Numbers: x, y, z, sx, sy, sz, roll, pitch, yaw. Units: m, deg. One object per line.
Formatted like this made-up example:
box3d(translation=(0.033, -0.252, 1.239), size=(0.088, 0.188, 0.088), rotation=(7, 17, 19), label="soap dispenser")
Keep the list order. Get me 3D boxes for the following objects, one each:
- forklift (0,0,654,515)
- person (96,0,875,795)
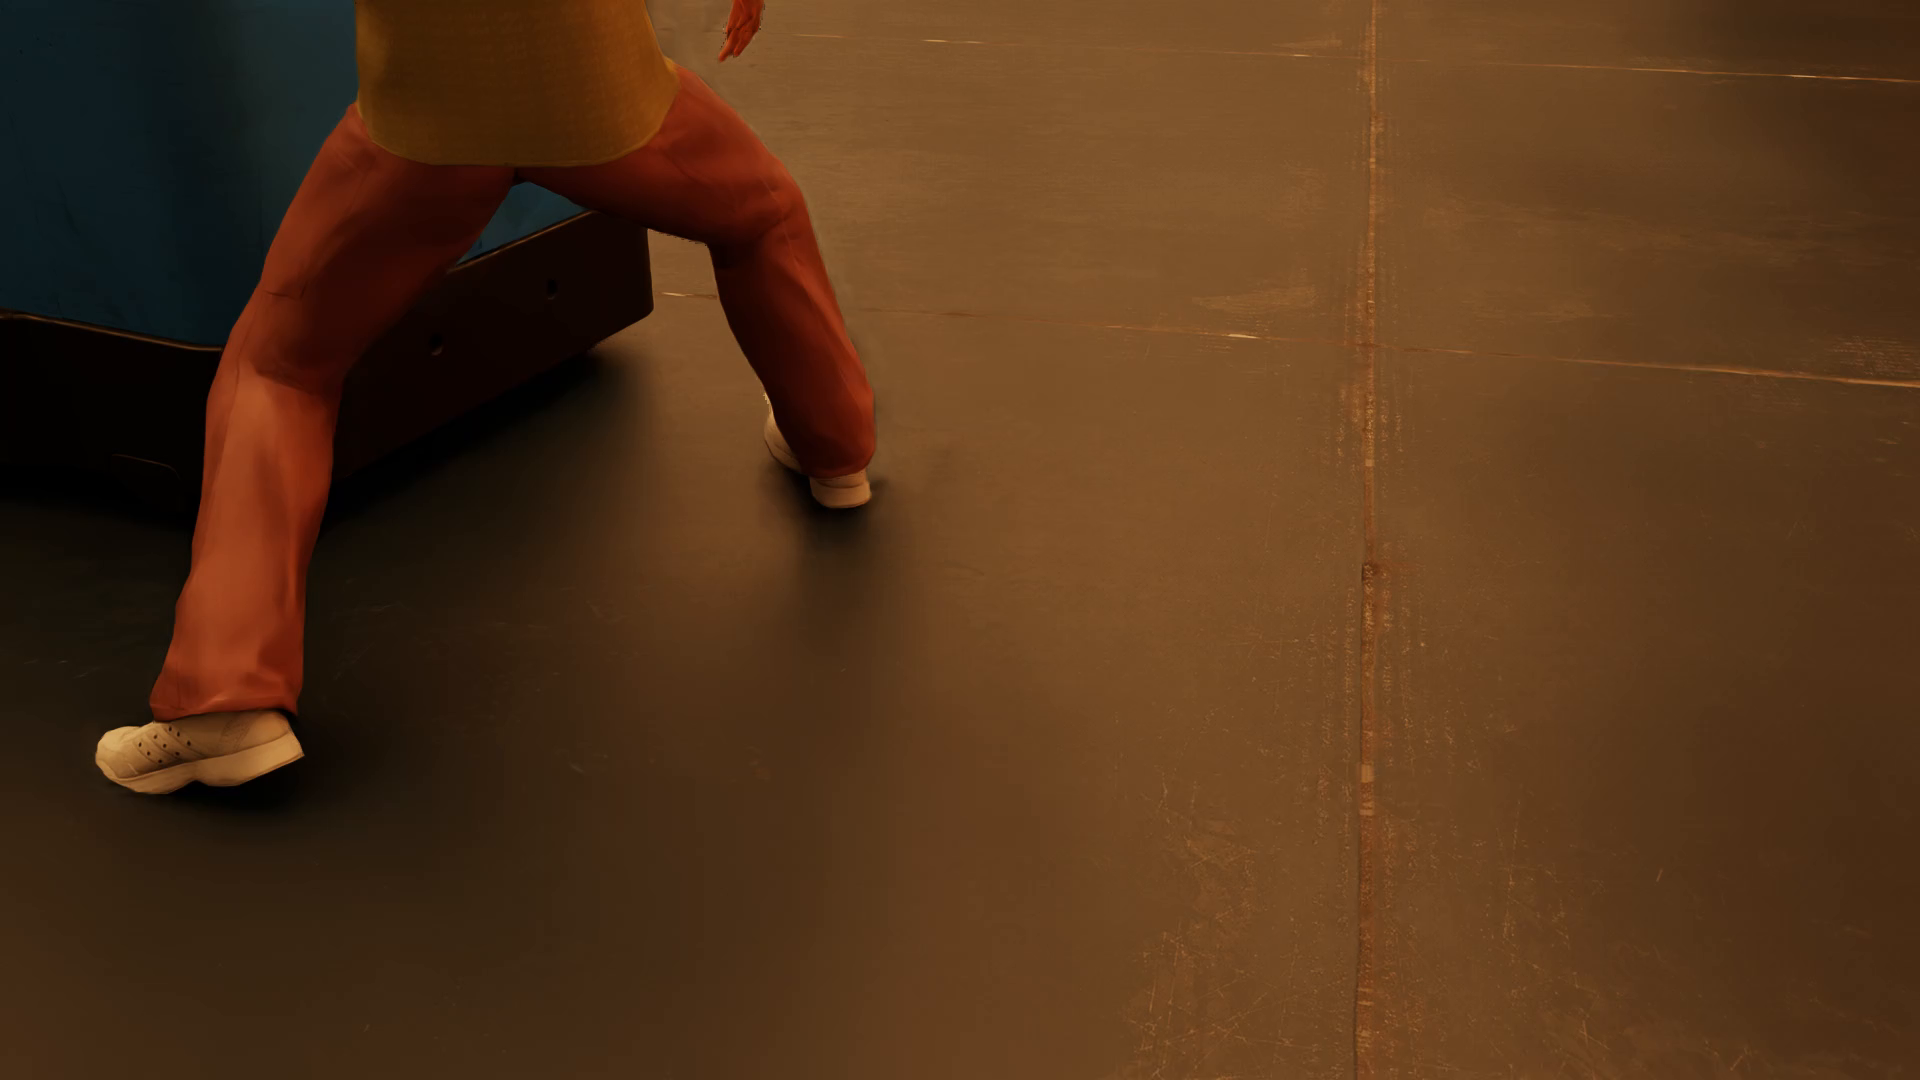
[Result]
box3d(translation=(-2.156, -1.778, 2.770), size=(3.031, 2.935, 1.130), rotation=(12, 29, 22), label="forklift")
box3d(translation=(-0.589, -0.571, 2.012), size=(1.009, 1.523, 0.944), rotation=(-4, 27, -8), label="person")
